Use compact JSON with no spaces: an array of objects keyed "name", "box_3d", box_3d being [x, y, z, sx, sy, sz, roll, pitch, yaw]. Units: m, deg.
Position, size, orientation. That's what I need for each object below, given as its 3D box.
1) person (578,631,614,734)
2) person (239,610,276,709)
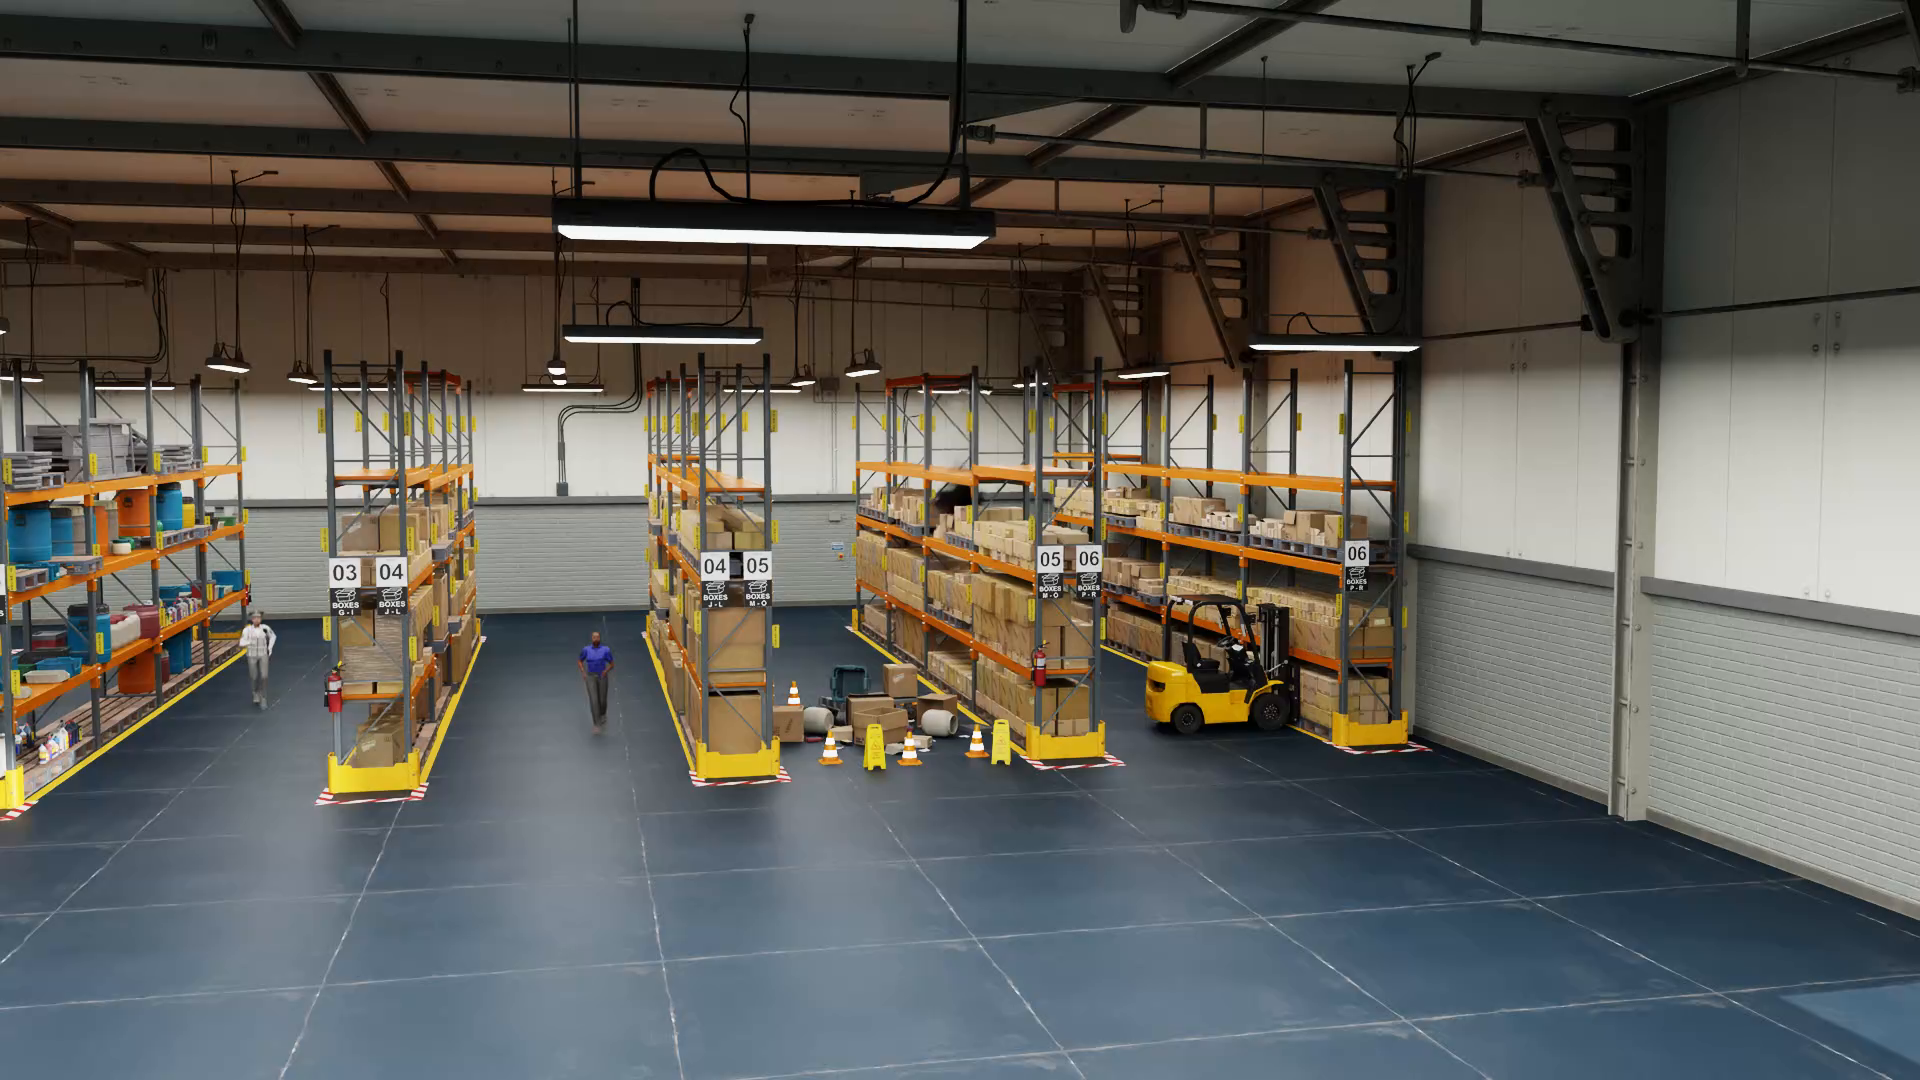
[{"name":"person","box_3d":[-5.940,2.300,27.156,0.585,1.651,0.705,-1,4,-13]},{"name":"person","box_3d":[-12.442,2.098,29.477,0.596,1.740,0.720,-2,4,-22]}]
